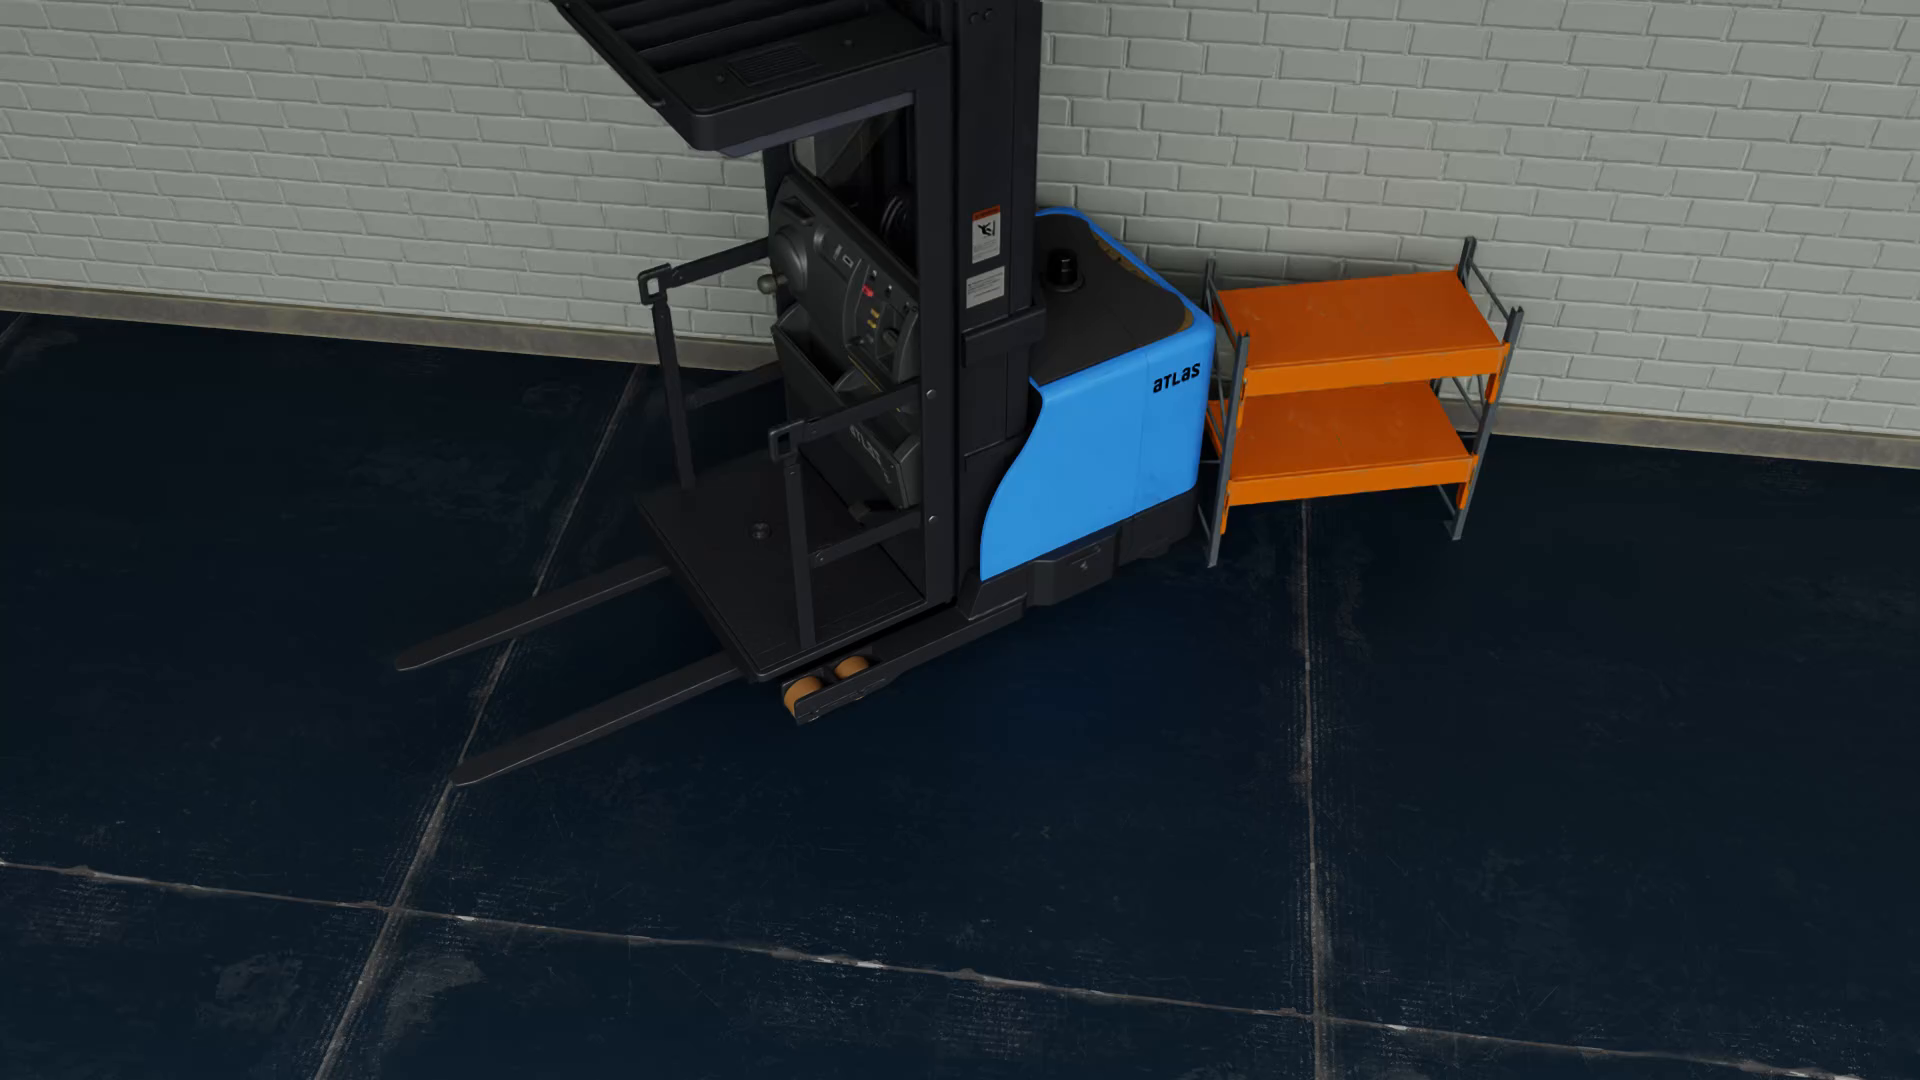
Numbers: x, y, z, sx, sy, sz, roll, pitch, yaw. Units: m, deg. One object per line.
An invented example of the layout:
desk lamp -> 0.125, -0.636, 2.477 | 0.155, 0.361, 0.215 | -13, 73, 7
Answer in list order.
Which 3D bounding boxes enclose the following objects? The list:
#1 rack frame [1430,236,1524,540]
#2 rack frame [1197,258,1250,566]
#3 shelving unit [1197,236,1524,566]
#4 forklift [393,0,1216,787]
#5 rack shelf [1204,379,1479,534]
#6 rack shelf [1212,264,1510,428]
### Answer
rack frame -> 1.979, -0.579, 6.543 | 0.032, 1.125, 0.500 | -6, 44, -6
rack frame -> 0.973, -0.475, 6.433 | 0.032, 1.125, 0.500 | -6, 44, -6
shelving unit -> 1.476, -0.527, 6.488 | 1.048, 1.125, 0.538 | -6, 44, -6
forklift -> -0.574, -0.821, 5.485 | 3.031, 2.935, 1.130 | -23, 48, -22
rack shelf -> 1.476, -0.349, 6.656 | 1.000, 0.278, 0.538 | -6, 44, -6
rack shelf -> 1.476, -0.739, 6.287 | 1.000, 0.278, 0.538 | -6, 44, -6
